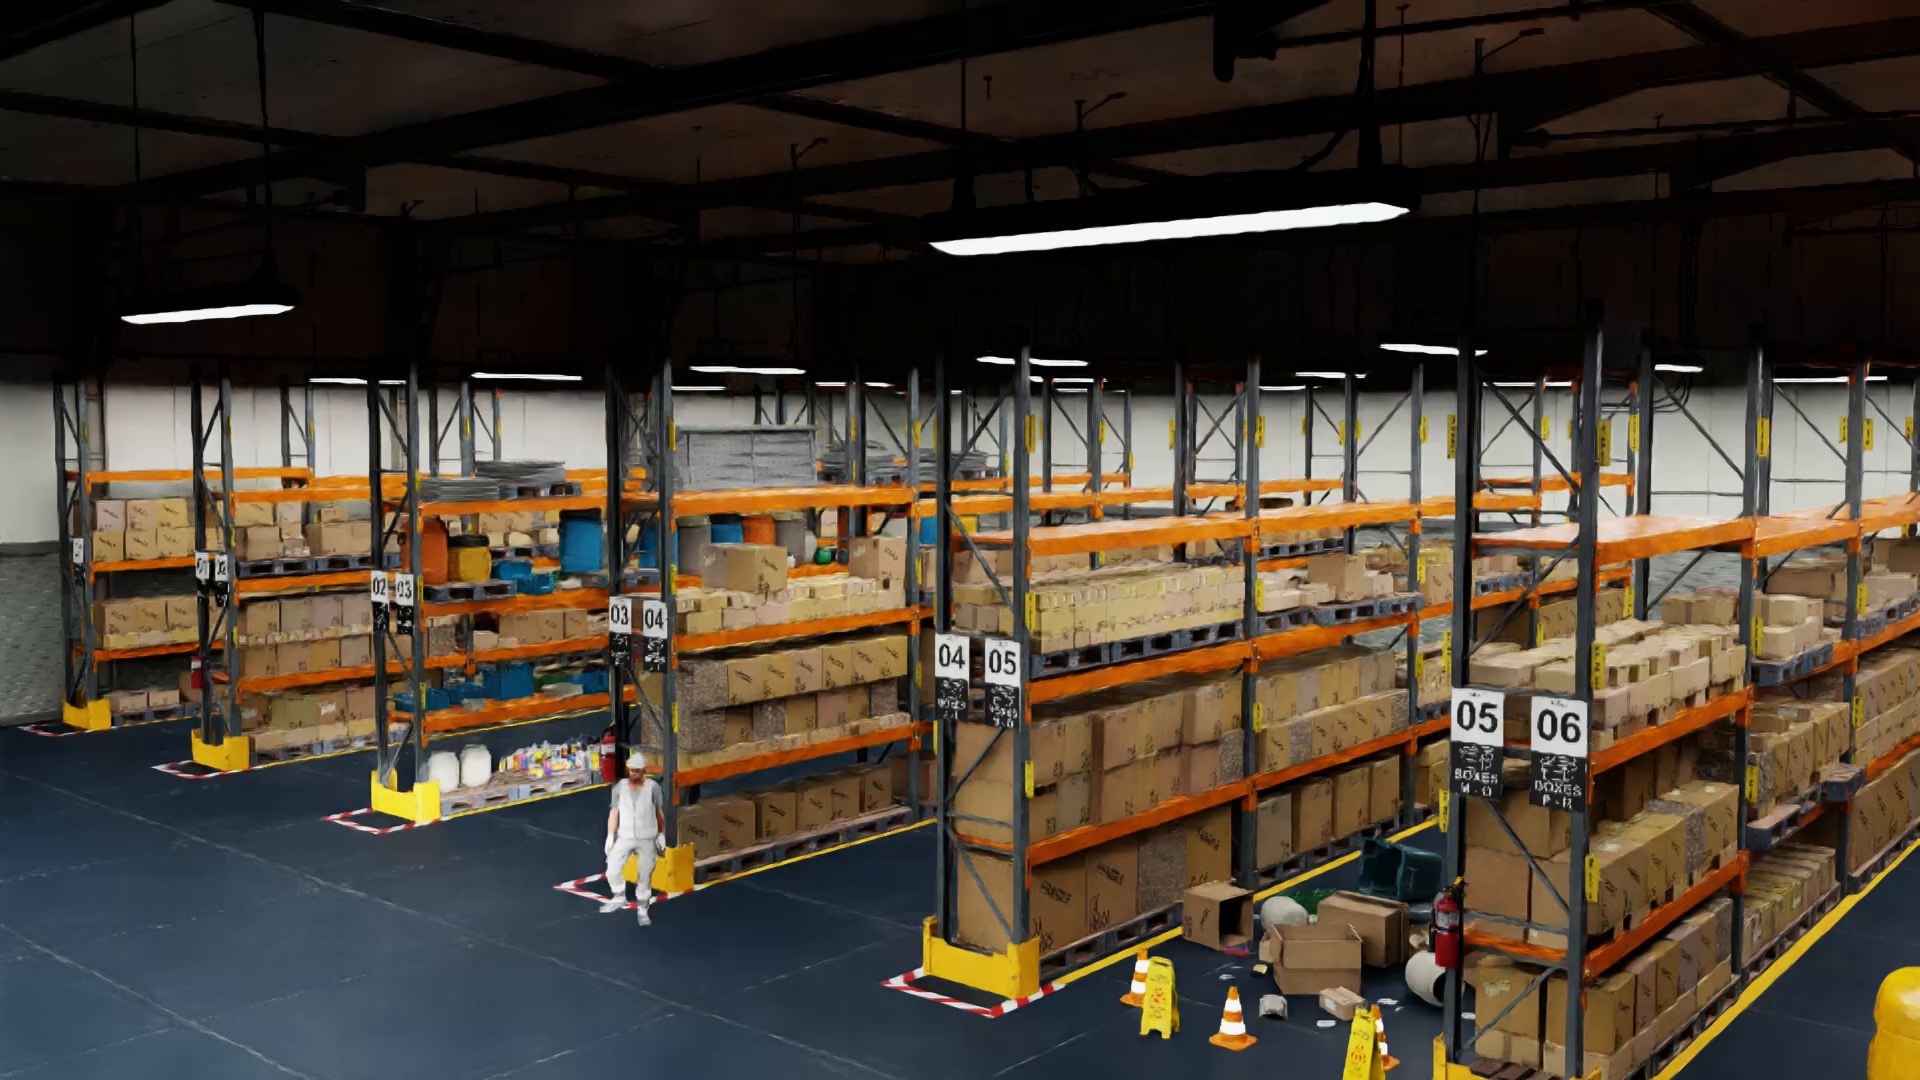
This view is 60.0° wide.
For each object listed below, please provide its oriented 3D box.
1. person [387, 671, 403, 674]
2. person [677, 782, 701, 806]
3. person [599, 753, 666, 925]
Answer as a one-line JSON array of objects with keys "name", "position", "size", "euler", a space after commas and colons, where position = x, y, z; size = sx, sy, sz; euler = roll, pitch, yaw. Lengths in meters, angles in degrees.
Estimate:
[{"name": "person", "position": [-9.944, 2.166, 29.417], "size": [0.457, 1.733, 0.593], "euler": [1, 4, 10]}, {"name": "person", "position": [-3.428, 2.792, 21.235], "size": [0.414, 1.666, 0.507], "euler": [1, 4, 8]}, {"name": "person", "position": [-3.386, 3.043, 17.069], "size": [0.726, 1.778, 0.531], "euler": [0, 4, 1]}]
